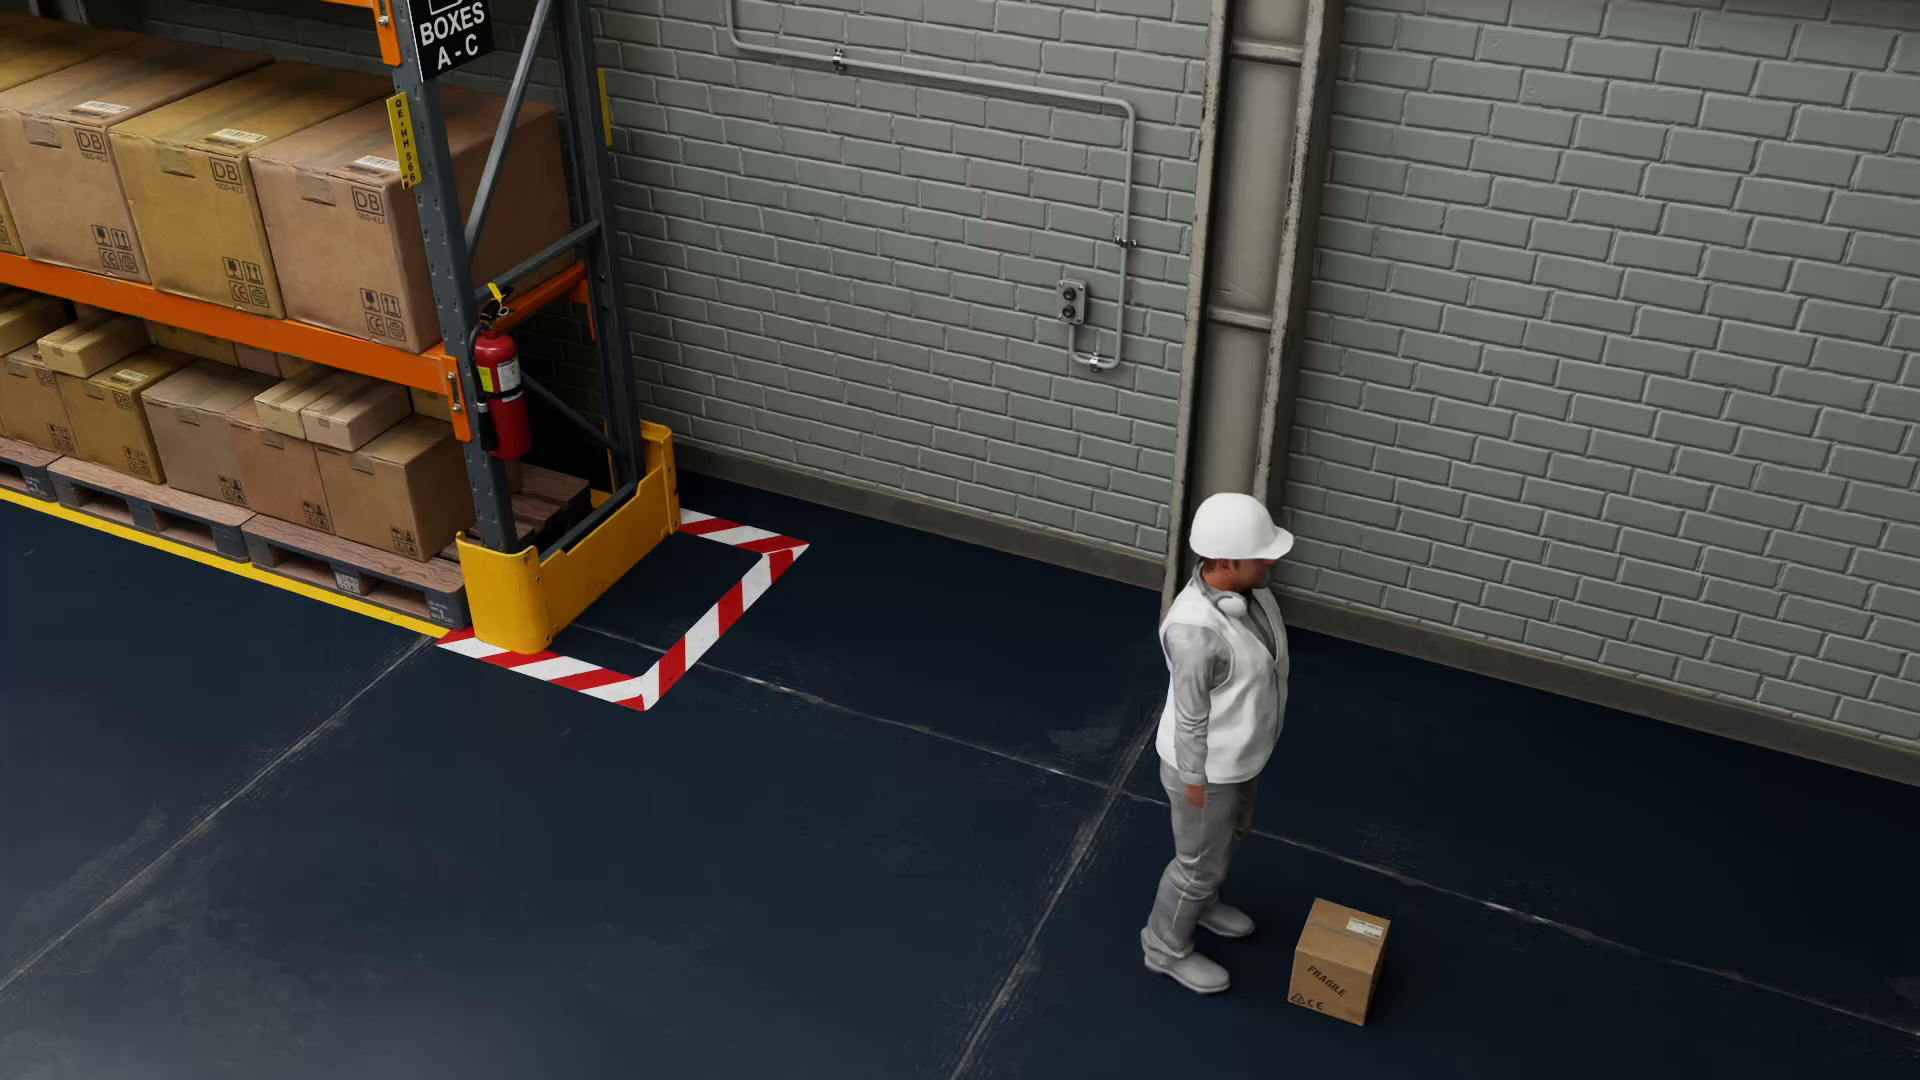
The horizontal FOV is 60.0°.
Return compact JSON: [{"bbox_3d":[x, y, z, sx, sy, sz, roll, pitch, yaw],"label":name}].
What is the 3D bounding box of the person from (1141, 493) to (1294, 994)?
[{"bbox_3d":[0.809,0.625,5.178,0.359,1.770,0.531,15,36,21],"label":"person"}]
